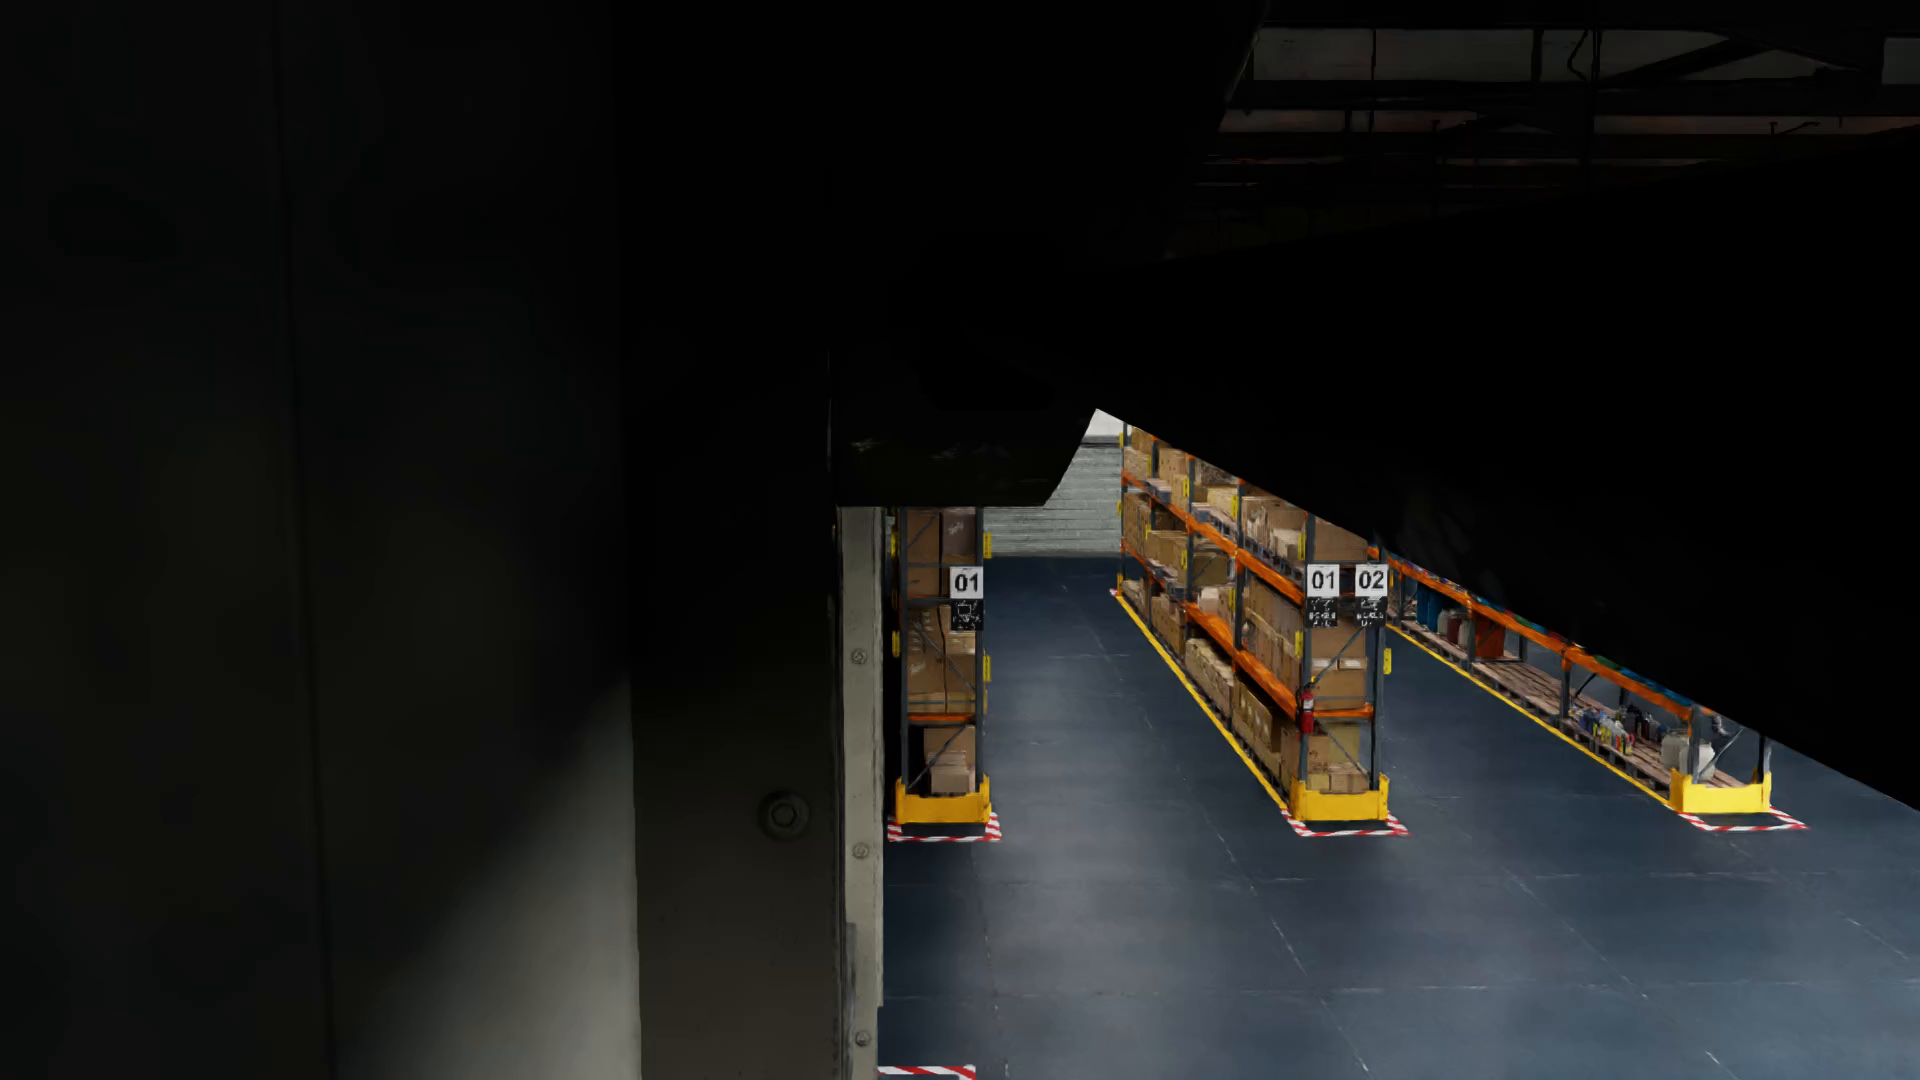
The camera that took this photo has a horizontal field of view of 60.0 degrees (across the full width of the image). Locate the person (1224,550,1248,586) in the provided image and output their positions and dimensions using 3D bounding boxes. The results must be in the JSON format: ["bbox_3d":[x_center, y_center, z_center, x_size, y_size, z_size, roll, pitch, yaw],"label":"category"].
[{"bbox_3d":[6.070,0.412,36.180,0.719,1.714,0.578,-1,8,-4],"label":"person"}]

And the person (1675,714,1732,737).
[{"bbox_3d":[11.009,2.016,24.658,0.546,1.690,1.104,-1,8,-4],"label":"person"}]
